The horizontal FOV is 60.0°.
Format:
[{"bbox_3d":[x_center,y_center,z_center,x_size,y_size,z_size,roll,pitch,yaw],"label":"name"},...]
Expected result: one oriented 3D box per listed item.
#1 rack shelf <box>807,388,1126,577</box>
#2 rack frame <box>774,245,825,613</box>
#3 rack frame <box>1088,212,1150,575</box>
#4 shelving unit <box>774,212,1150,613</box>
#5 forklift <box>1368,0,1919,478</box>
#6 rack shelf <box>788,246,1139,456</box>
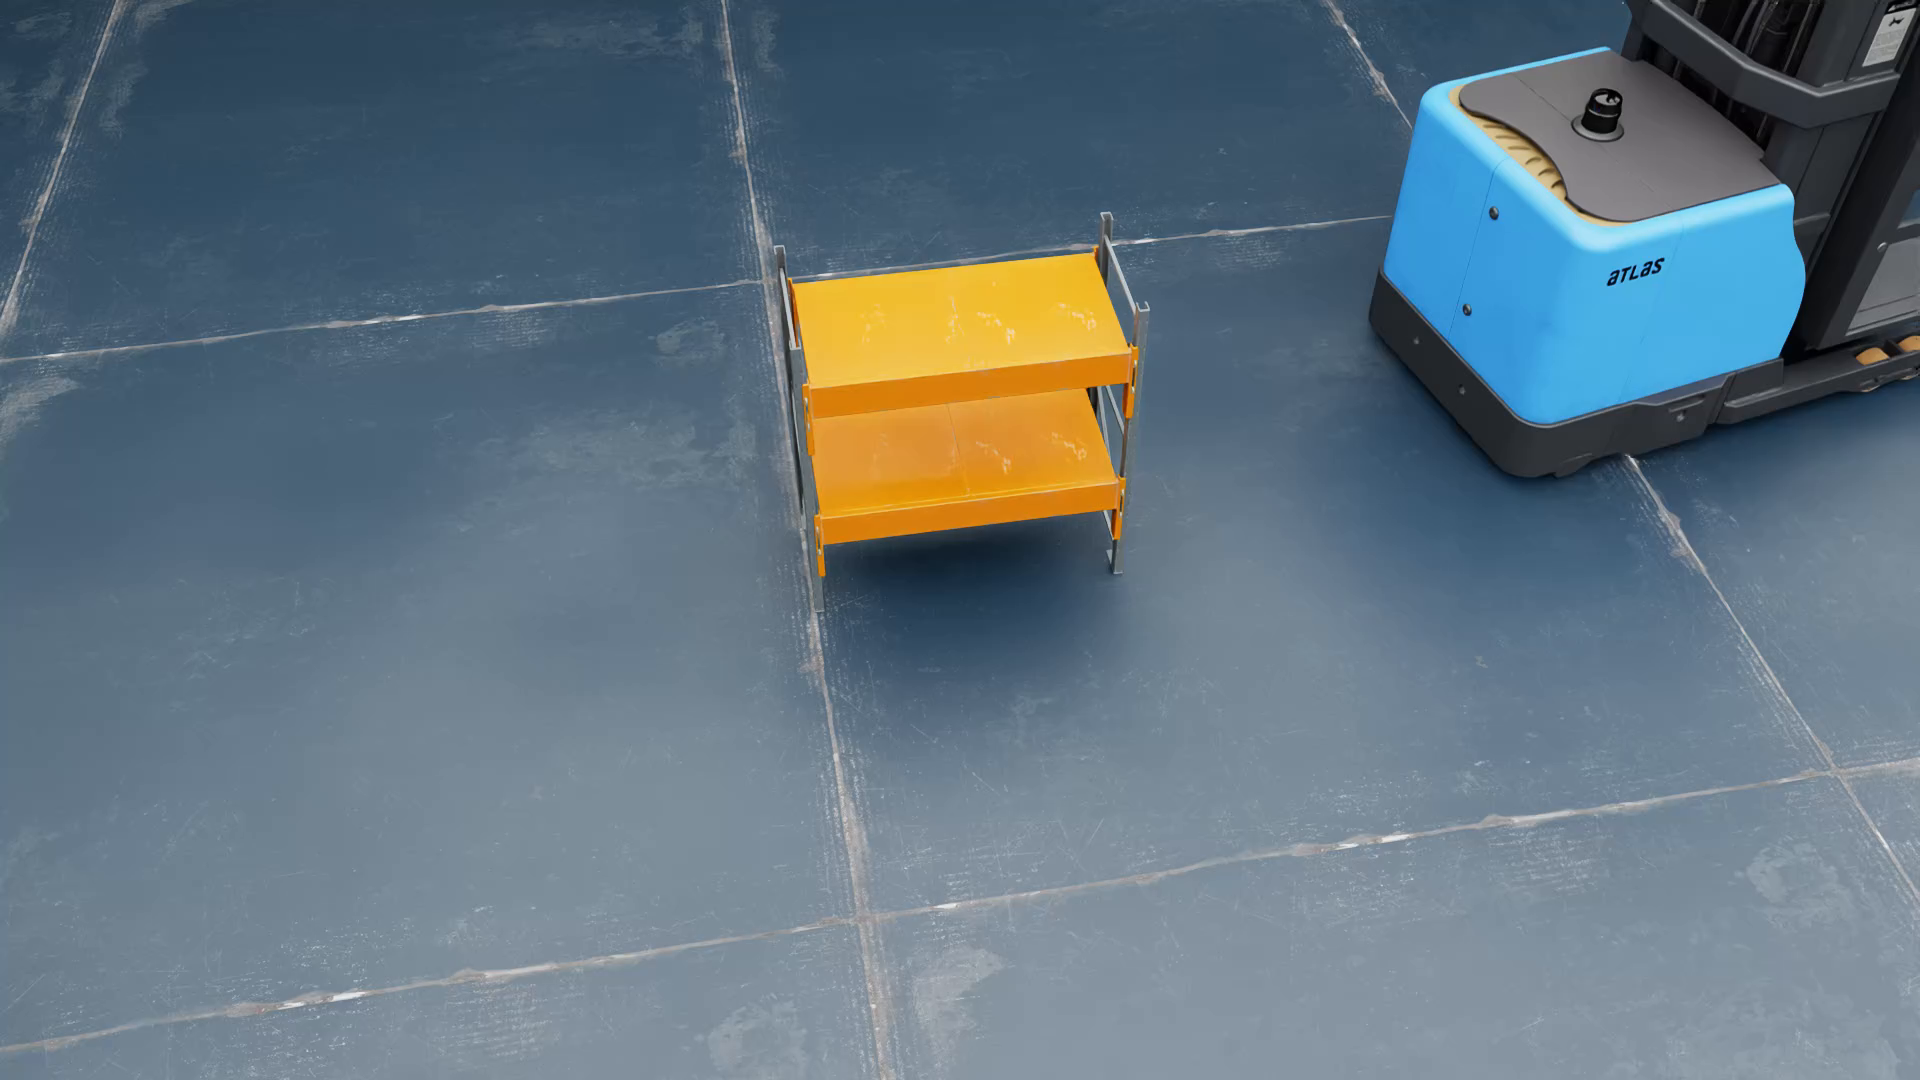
[{"bbox_3d":[-0.007,-0.220,5.520,1.000,0.278,0.538,-7,46,-7],"label":"rack shelf"},{"bbox_3d":[-0.508,-0.327,5.284,0.032,1.125,0.500,-7,46,-7],"label":"rack frame"},{"bbox_3d":[0.494,-0.452,5.404,0.032,1.125,0.500,-7,46,-7],"label":"rack frame"},{"bbox_3d":[-0.007,-0.389,5.344,1.048,1.125,0.538,-7,46,-7],"label":"shelving unit"},{"bbox_3d":[3.160,-1.916,5.560,3.031,2.935,1.130,-16,48,-15],"label":"forklift"},{"bbox_3d":[-0.007,-0.593,5.133,1.000,0.278,0.538,-7,46,-7],"label":"rack shelf"}]
